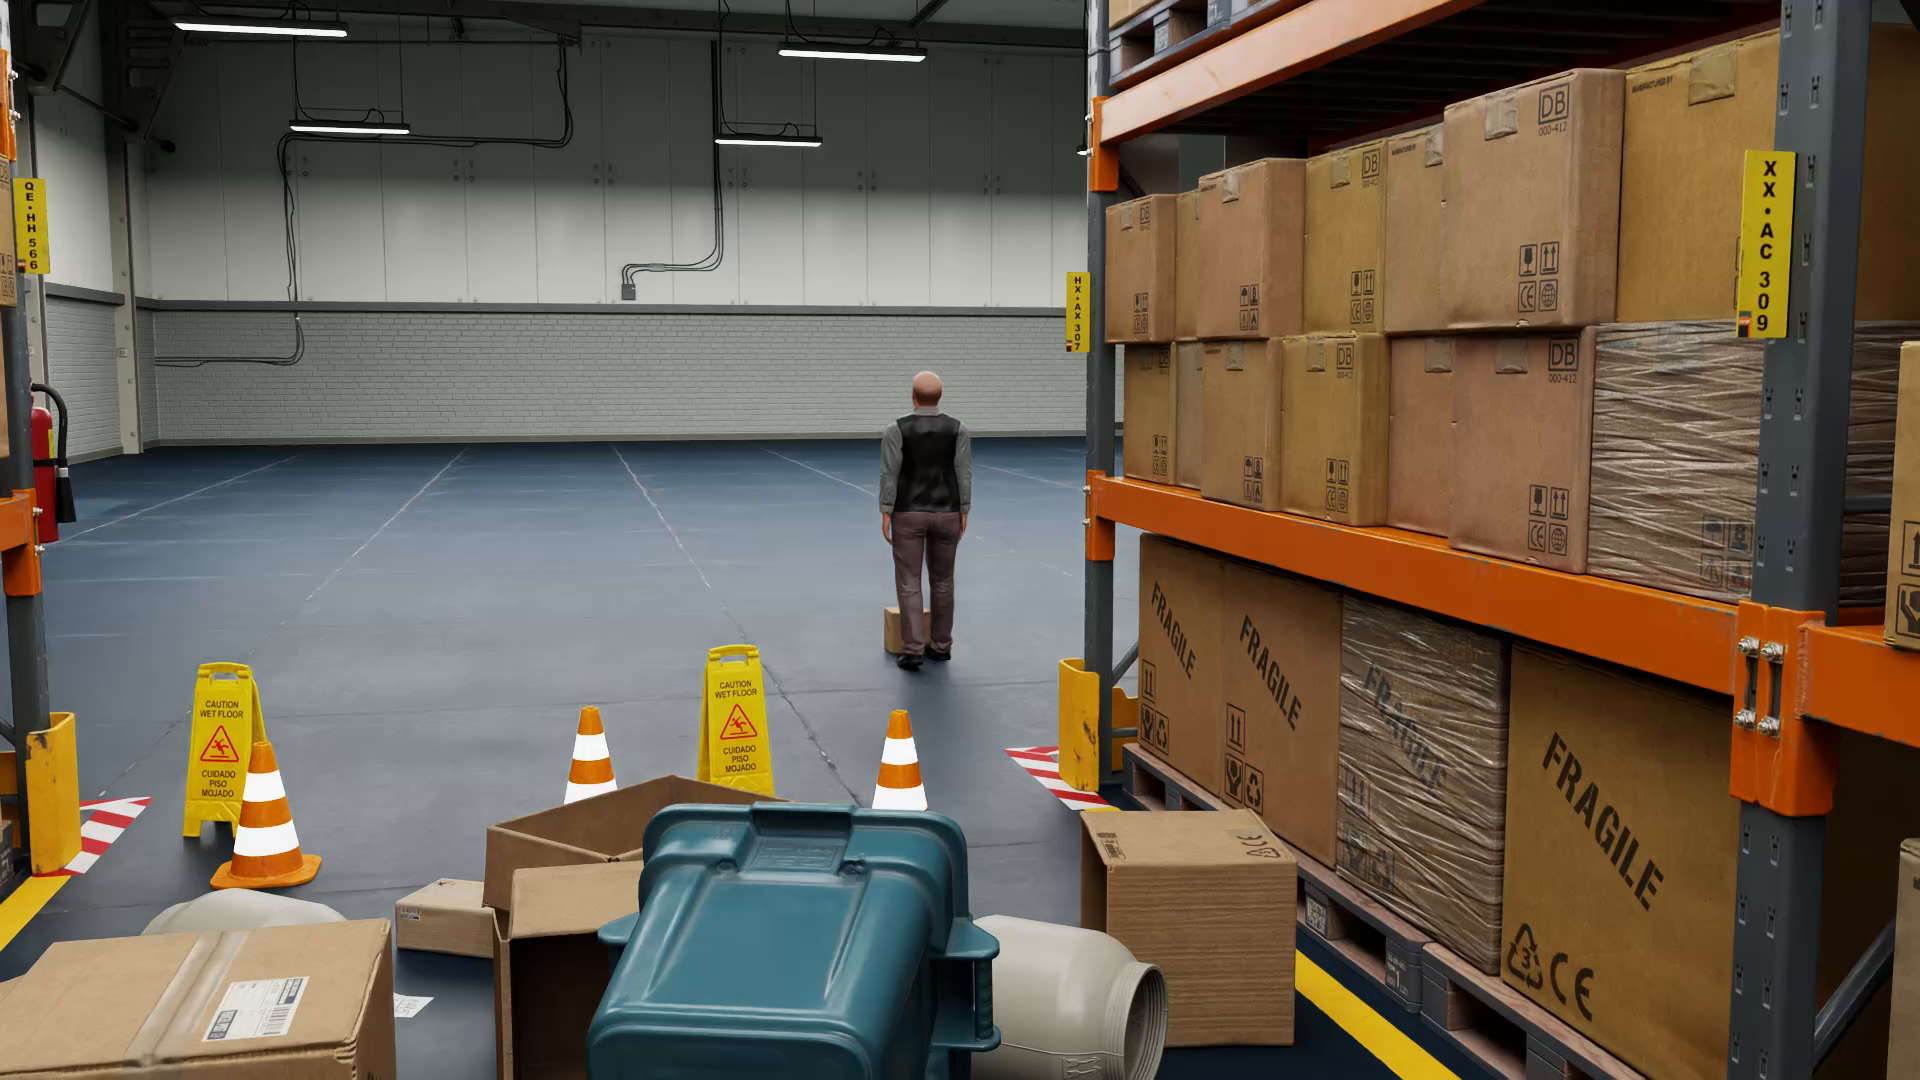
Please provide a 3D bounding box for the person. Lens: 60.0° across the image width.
[{"bbox_3d":[-0.216,-0.124,9.782,0.544,1.731,0.567,-1,6,-13],"label":"person"}]
